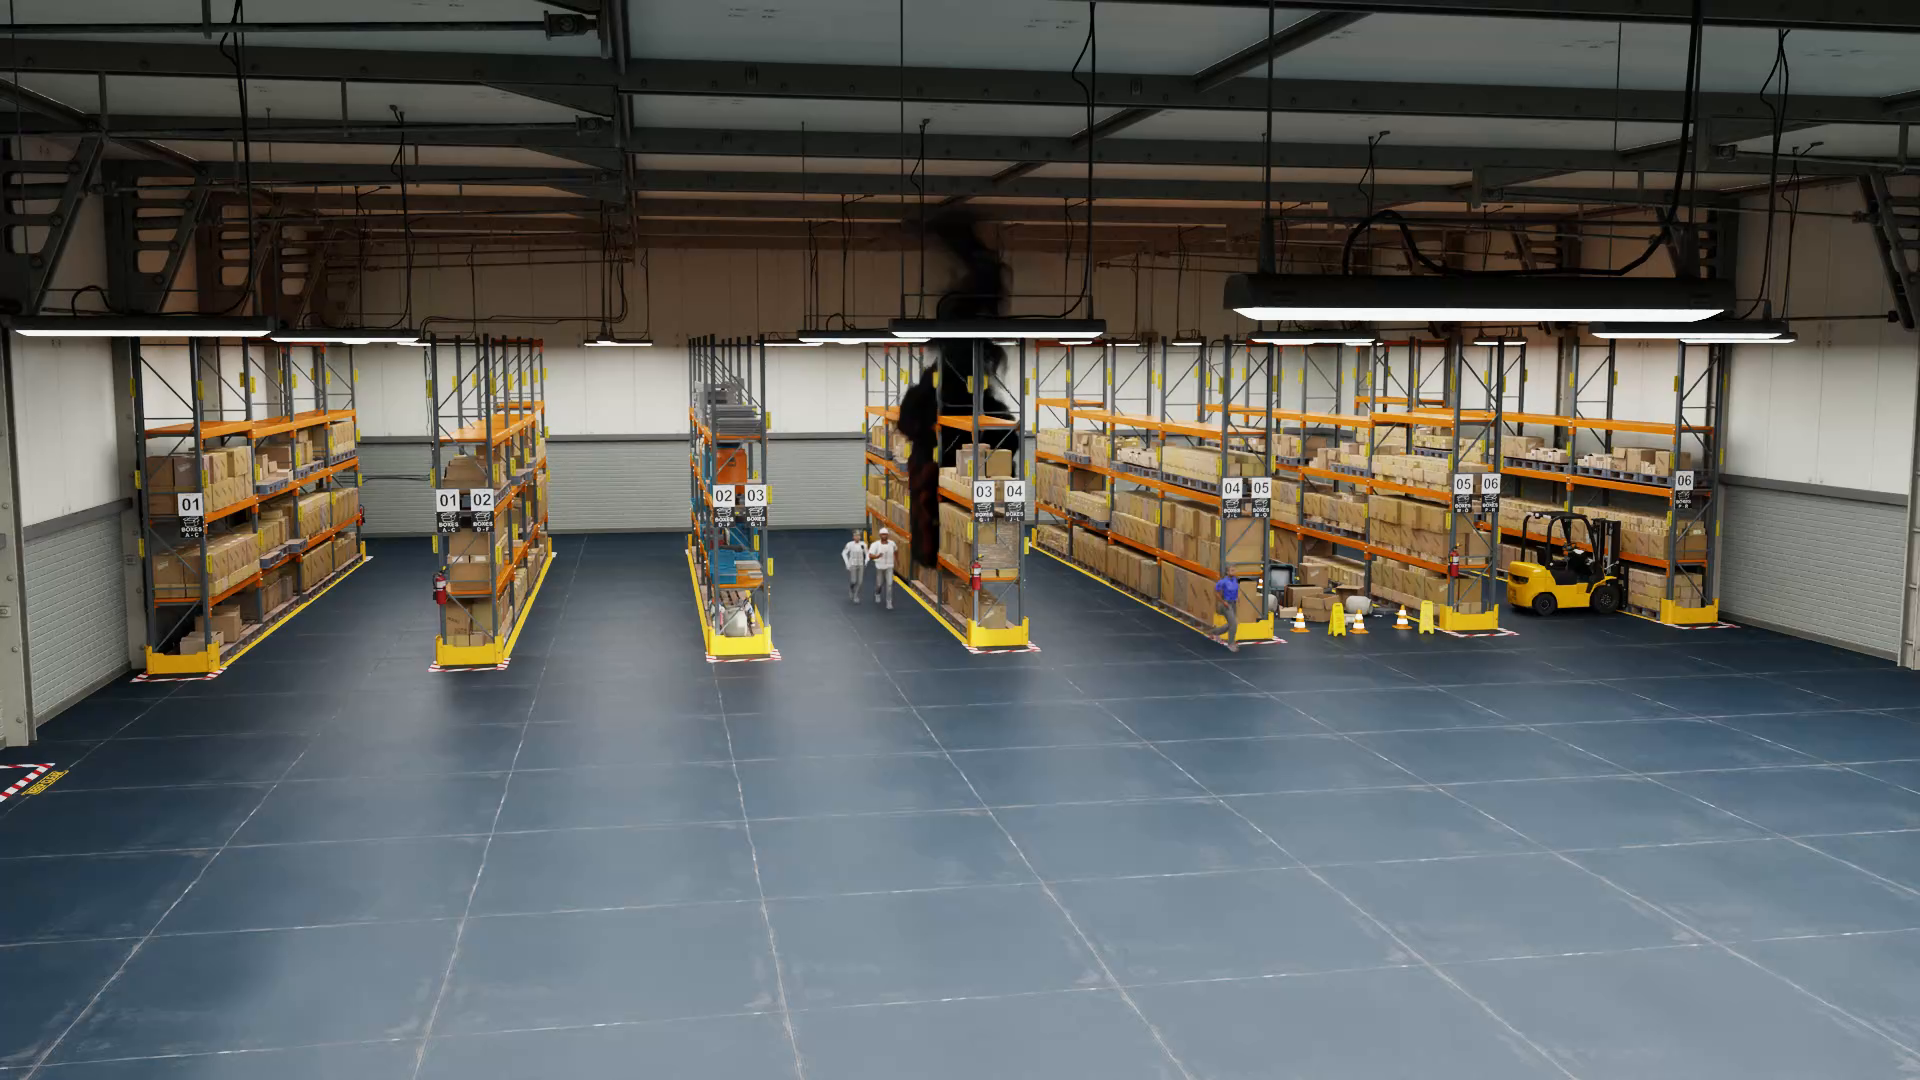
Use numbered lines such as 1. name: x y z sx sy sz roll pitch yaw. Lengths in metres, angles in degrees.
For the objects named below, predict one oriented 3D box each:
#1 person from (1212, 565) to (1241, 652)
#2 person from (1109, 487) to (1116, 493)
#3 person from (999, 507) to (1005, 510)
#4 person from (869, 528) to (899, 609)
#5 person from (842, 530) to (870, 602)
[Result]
1. person: 5.077 1.292 31.829 0.597 1.634 0.728 -6 9 -42
2. person: 4.404 -0.702 48.412 0.641 1.754 0.889 -3 7 -26
3. person: 1.237 -0.486 46.591 0.682 1.837 0.842 -1 7 -10
4. person: -1.675 0.607 36.822 0.703 1.747 0.987 -1 7 -12
5. person: -2.321 0.587 37.694 0.630 1.663 0.537 -2 7 -16
